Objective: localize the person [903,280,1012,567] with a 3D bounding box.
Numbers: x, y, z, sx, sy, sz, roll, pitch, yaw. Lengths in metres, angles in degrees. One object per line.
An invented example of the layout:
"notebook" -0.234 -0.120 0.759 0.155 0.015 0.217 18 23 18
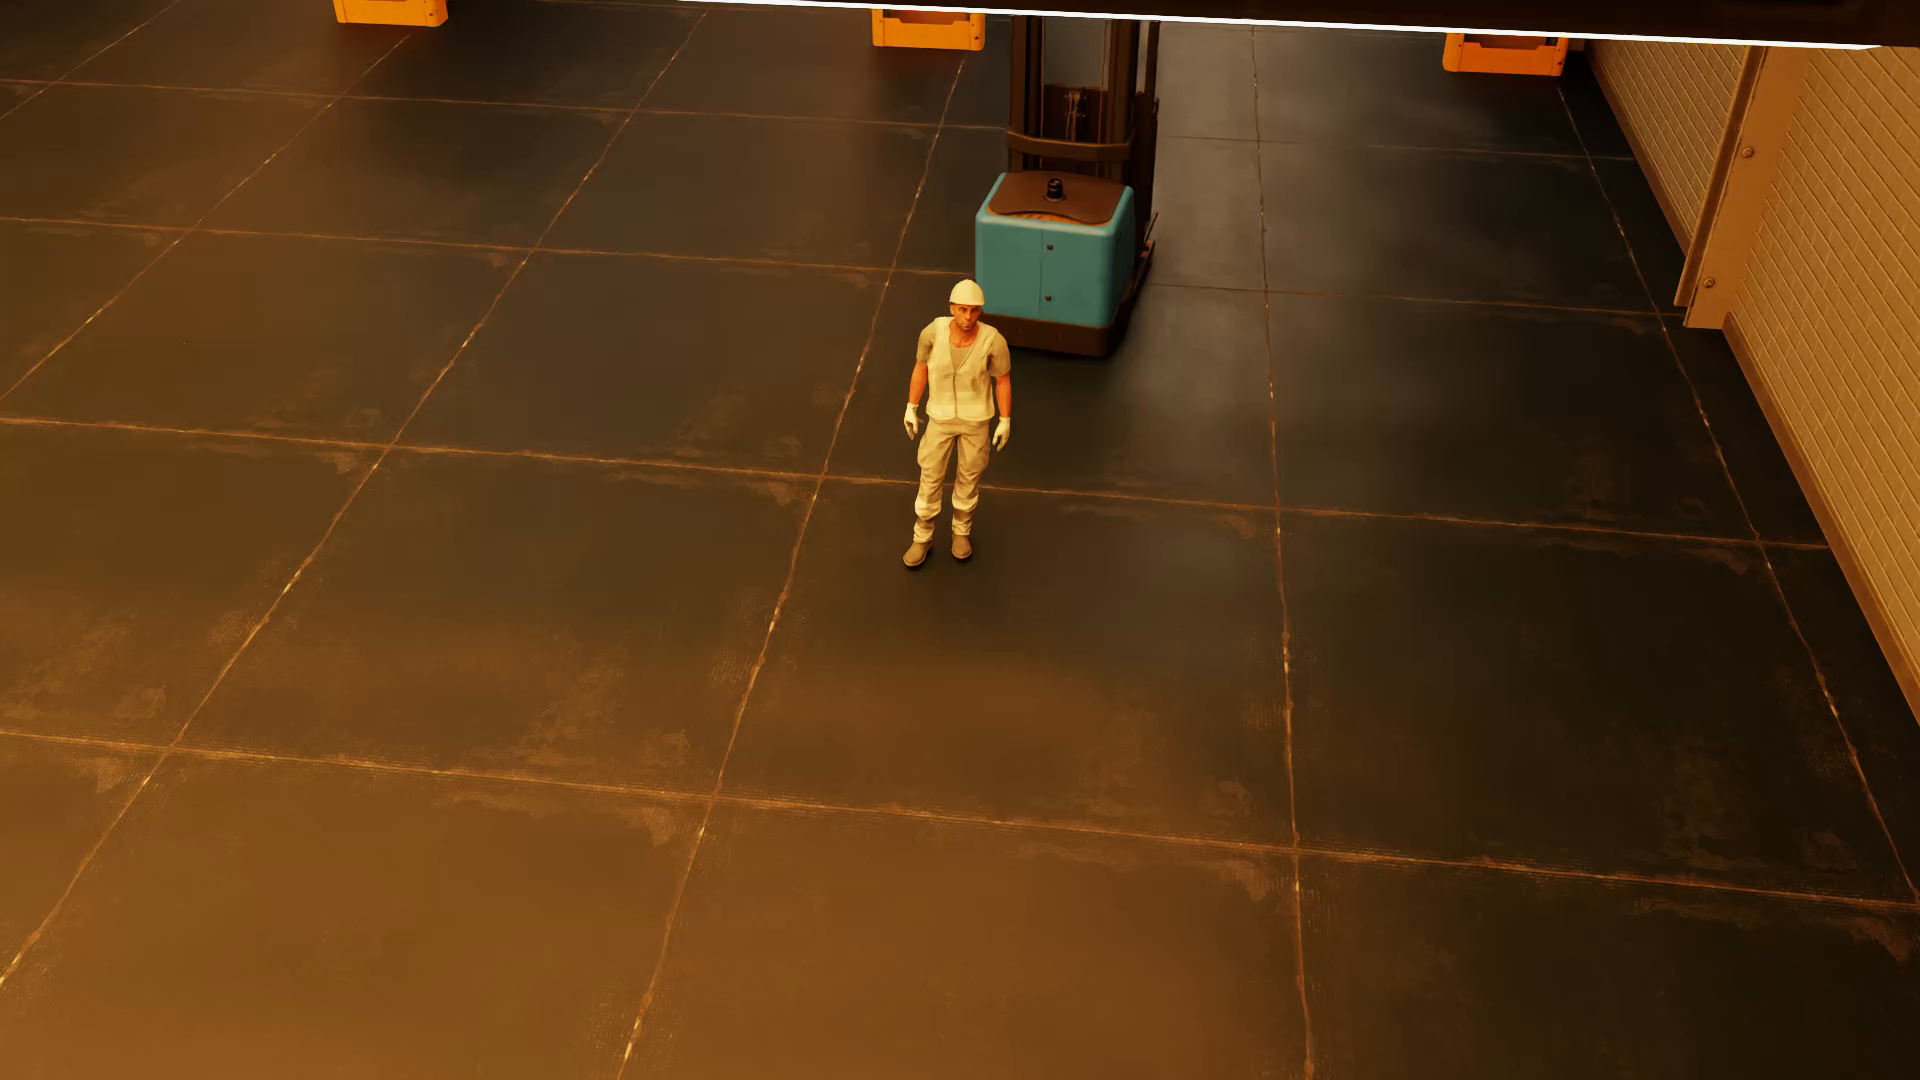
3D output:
"person" -0.022 -0.679 9.901 0.637 1.790 0.562 4 37 6

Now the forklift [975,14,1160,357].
"forklift" 0.970 -3.400 12.643 1.130 2.935 3.031 9 37 12
